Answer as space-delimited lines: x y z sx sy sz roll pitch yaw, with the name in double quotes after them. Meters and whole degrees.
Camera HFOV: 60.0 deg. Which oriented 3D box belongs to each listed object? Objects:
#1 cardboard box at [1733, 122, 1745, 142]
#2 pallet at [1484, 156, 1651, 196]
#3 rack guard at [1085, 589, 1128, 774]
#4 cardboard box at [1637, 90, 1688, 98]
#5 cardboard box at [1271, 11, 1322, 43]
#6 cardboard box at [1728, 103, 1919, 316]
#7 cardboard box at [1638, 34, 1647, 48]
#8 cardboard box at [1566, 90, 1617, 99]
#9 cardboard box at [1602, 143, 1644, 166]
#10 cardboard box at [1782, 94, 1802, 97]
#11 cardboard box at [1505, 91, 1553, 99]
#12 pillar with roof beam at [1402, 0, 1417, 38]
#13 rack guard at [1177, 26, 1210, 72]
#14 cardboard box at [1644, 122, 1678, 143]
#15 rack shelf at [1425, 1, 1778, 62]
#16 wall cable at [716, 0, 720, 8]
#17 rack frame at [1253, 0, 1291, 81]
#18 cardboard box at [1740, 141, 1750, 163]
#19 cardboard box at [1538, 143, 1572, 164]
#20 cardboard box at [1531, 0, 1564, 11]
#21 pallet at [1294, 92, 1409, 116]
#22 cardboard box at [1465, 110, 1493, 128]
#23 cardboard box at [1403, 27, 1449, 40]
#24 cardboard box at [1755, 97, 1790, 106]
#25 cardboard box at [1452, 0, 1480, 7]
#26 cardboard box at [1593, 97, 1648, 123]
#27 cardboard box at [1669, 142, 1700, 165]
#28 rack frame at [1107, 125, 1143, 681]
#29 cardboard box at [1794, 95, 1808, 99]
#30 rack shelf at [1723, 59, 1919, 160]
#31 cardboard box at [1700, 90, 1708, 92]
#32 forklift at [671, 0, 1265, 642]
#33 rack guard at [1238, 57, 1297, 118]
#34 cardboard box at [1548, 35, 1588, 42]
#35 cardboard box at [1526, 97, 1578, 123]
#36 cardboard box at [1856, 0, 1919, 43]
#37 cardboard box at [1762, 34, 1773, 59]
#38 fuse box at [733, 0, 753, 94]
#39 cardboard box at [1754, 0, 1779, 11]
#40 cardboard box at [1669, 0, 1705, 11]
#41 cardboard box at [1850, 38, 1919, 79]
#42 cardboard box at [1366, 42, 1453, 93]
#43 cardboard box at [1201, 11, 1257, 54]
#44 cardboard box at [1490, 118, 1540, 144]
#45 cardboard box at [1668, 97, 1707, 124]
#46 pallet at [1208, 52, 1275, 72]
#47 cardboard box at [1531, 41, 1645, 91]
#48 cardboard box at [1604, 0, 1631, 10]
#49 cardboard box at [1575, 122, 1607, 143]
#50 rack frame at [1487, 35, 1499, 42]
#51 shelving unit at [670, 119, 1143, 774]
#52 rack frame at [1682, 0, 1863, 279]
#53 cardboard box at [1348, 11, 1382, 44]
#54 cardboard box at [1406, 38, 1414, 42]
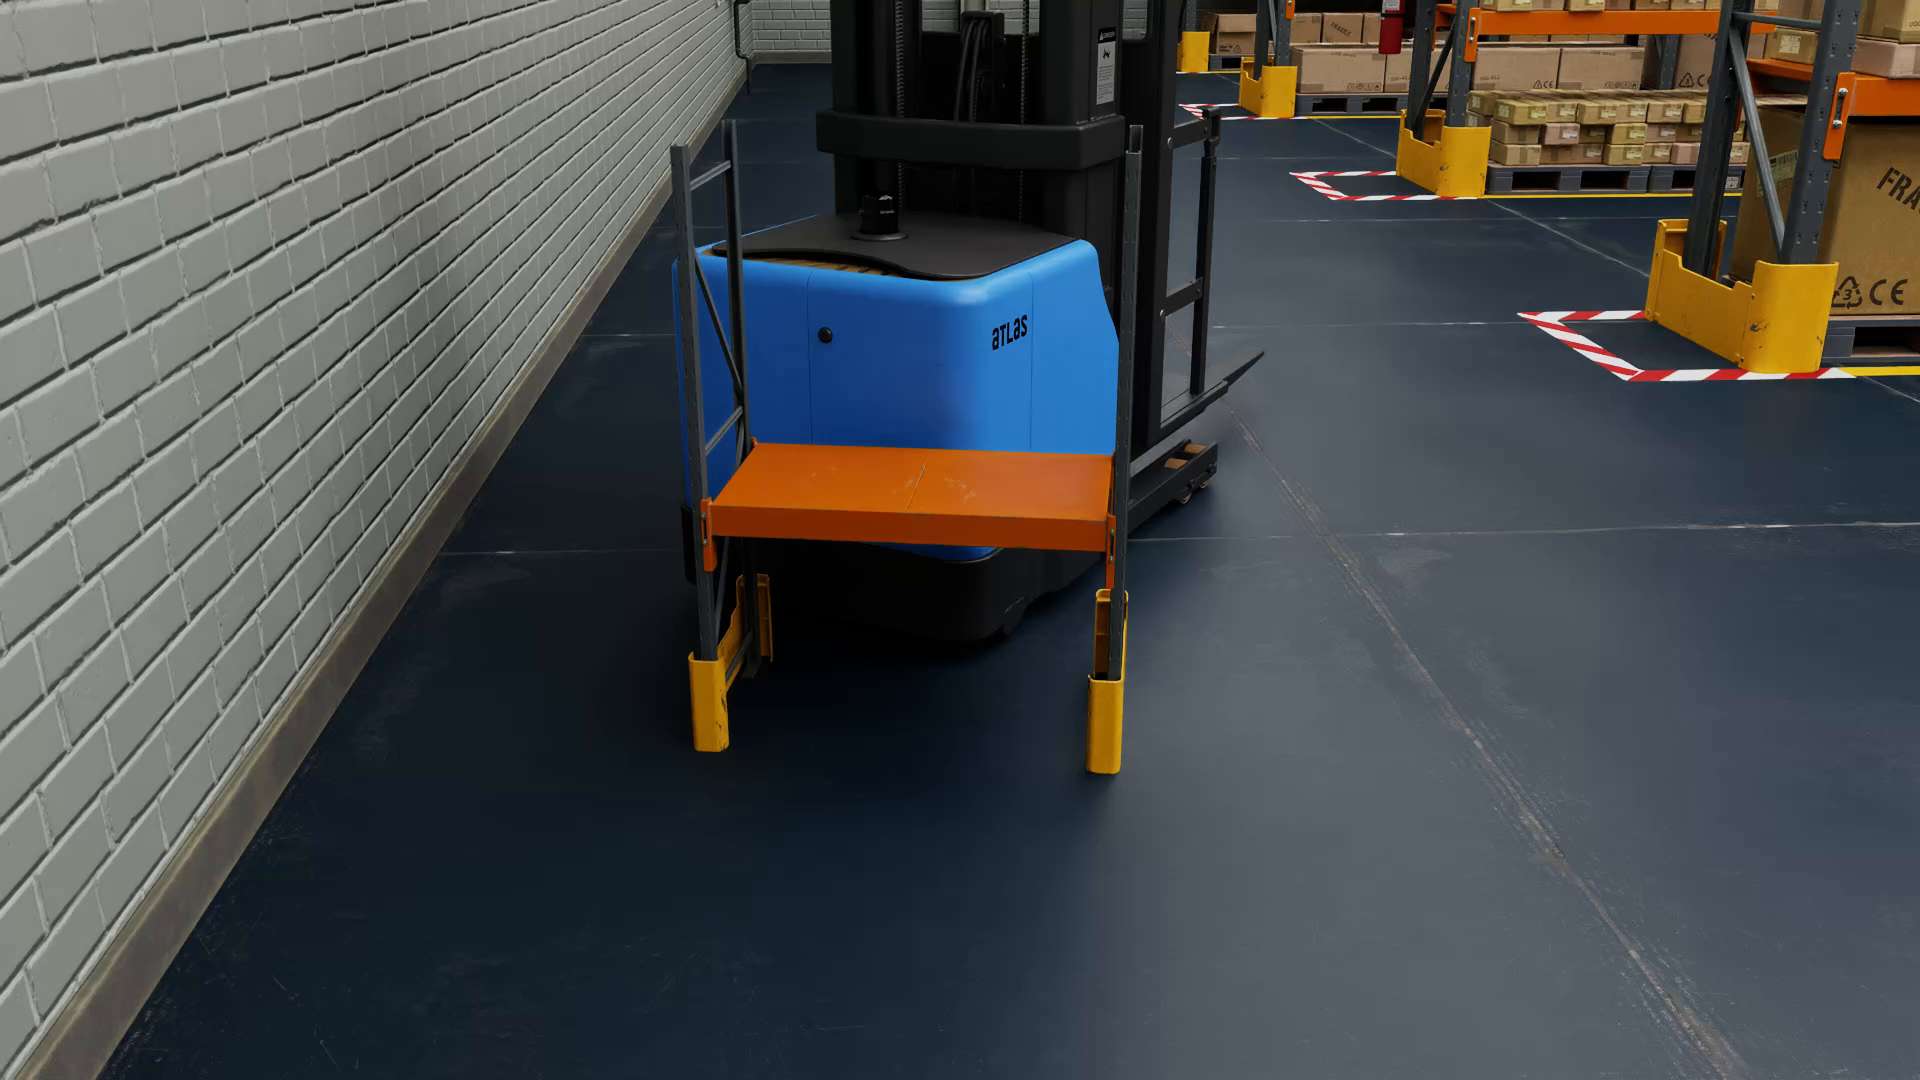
5.721 -3.110 12.573 0.250 0.149 0.380 0 21 -1 "cardboard box"
4.496 -2.840 12.784 1.213 0.211 1.003 -1 21 -3 "pallet"
0.385 0.356 4.334 0.087 0.250 0.587 2 21 6 "rack guard"
5.423 -3.390 12.889 0.250 0.149 0.380 -2 21 -5 "cardboard box"
4.408 -6.668 21.842 0.500 0.500 0.700 0 21 -1 "cardboard box"
4.423 -1.619 8.053 0.875 0.875 0.875 -1 21 -3 "cardboard box"
8.973 -6.728 21.999 0.500 0.500 0.500 -2 21 -5 "cardboard box"
4.888 -3.399 12.912 0.250 0.149 0.380 -2 21 -5 "cardboard box"
4.914 -2.907 12.457 0.250 0.149 0.380 -1 21 -2 "cardboard box"
6.457 -3.407 12.935 0.250 0.149 0.380 -2 21 -4 "cardboard box"
4.375 -3.365 12.825 0.250 0.149 0.380 -1 21 -2 "cardboard box"
6.429 -9.319 17.451 0.400 9.000 9.100 -1 21 -3 "pillar with roof beam"
3.012 -6.491 21.967 0.348 0.500 1.175 -1 21 -3 "rack guard"
5.182 -3.088 12.515 0.250 0.149 0.380 -2 21 -6 "cardboard box"
5.604 -3.842 12.509 4.000 0.370 1.077 -1 21 -3 "rack shelf"
-2.405 -6.261 16.378 0.123 1.953 0.585 -1 21 -3 "wall cable"
3.223 -5.894 16.887 0.127 3.000 1.000 -1 21 -3 "rack frame"
5.931 -2.952 12.575 0.250 0.149 0.380 -1 21 -2 "cardboard box"
4.405 -2.933 12.526 0.250 0.149 0.380 -1 21 -3 "cardboard box"
4.201 -3.931 12.082 0.250 0.149 0.380 0 21 -1 "cardboard box"
4.017 -4.635 17.499 1.213 0.211 1.003 -1 21 -3 "pallet"
4.117 -3.253 12.948 0.250 0.149 0.380 -2 21 -5 "cardboard box"
6.257 -6.749 22.320 0.500 0.311 0.500 0 21 -1 "cardboard box"
5.962 -3.209 12.414 0.250 0.149 0.380 -2 21 -5 "cardboard box"
3.916 -4.128 12.600 0.250 0.149 0.380 -1 21 -3 "cardboard box"
4.919 -3.212 12.423 0.250 0.149 0.380 -2 21 -6 "cardboard box"
5.417 -2.920 12.492 0.250 0.149 0.380 -2 21 -6 "cardboard box"
0.404 -0.227 4.109 0.032 1.500 0.500 2 21 6 "rack frame"
6.495 -3.257 12.540 0.250 0.149 0.380 0 21 -1 "cardboard box"
5.786 -2.078 7.875 4.000 0.370 1.077 -1 21 -3 "rack shelf"
5.931 -3.396 12.906 0.250 0.149 0.380 -2 21 -5 "cardboard box"
0.296 -1.565 5.612 1.130 2.935 3.031 11 23 26 "forklift"
3.199 -4.726 17.331 0.348 0.500 1.175 -1 21 -3 "rack guard"
7.957 -6.711 21.955 0.500 0.500 0.500 -1 21 -4 "cardboard box"
4.418 -3.218 12.438 0.250 0.149 0.380 -1 21 -2 "cardboard box"
4.284 -2.357 7.388 0.500 0.250 0.500 -2 21 -4 "cardboard box"
8.733 -5.241 17.567 0.875 0.875 0.875 -1 21 -1 "cardboard box"
-2.379 -5.919 18.761 0.414 1.711 0.539 -1 21 -3 "fuse box"
5.772 -3.956 12.148 0.250 0.149 0.380 -1 21 -2 "cardboard box"
5.243 -3.963 12.167 0.250 0.149 0.380 -2 21 -4 "cardboard box"
4.162 -2.147 7.396 0.250 0.149 0.380 -1 21 -2 "cardboard box"
4.790 -4.964 17.453 0.875 0.438 0.875 -1 21 -2 "cardboard box"
3.552 -6.666 21.832 0.637 0.503 0.797 -2 21 -5 "cardboard box"
4.145 -3.060 12.442 0.250 0.149 0.380 0 21 -1 "cardboard box"
5.462 -3.204 12.400 0.250 0.149 0.380 -1 21 -2 "cardboard box"
3.808 -6.372 22.062 1.213 0.211 1.003 -1 21 -3 "pallet"
6.584 -5.000 17.548 0.875 0.438 0.875 -1 21 -4 "cardboard box"
4.723 -3.971 12.188 0.250 0.149 0.380 0 21 -1 "cardboard box"
4.660 -3.082 12.499 0.250 0.149 0.380 -1 21 -2 "cardboard box"
6.930 -7.739 21.732 0.127 3.000 1.000 -1 21 -3 "rack frame"
-0.110 -0.248 4.164 1.083 1.500 0.587 2 21 6 "shelving unit"
3.789 -2.374 7.641 0.127 3.000 1.000 -1 21 -3 "rack frame"
5.444 -6.689 21.897 0.500 0.500 0.700 -2 21 -5 "cardboard box"
6.034 -6.534 21.820 0.258 0.266 0.396 0 21 -1 "cardboard box"
